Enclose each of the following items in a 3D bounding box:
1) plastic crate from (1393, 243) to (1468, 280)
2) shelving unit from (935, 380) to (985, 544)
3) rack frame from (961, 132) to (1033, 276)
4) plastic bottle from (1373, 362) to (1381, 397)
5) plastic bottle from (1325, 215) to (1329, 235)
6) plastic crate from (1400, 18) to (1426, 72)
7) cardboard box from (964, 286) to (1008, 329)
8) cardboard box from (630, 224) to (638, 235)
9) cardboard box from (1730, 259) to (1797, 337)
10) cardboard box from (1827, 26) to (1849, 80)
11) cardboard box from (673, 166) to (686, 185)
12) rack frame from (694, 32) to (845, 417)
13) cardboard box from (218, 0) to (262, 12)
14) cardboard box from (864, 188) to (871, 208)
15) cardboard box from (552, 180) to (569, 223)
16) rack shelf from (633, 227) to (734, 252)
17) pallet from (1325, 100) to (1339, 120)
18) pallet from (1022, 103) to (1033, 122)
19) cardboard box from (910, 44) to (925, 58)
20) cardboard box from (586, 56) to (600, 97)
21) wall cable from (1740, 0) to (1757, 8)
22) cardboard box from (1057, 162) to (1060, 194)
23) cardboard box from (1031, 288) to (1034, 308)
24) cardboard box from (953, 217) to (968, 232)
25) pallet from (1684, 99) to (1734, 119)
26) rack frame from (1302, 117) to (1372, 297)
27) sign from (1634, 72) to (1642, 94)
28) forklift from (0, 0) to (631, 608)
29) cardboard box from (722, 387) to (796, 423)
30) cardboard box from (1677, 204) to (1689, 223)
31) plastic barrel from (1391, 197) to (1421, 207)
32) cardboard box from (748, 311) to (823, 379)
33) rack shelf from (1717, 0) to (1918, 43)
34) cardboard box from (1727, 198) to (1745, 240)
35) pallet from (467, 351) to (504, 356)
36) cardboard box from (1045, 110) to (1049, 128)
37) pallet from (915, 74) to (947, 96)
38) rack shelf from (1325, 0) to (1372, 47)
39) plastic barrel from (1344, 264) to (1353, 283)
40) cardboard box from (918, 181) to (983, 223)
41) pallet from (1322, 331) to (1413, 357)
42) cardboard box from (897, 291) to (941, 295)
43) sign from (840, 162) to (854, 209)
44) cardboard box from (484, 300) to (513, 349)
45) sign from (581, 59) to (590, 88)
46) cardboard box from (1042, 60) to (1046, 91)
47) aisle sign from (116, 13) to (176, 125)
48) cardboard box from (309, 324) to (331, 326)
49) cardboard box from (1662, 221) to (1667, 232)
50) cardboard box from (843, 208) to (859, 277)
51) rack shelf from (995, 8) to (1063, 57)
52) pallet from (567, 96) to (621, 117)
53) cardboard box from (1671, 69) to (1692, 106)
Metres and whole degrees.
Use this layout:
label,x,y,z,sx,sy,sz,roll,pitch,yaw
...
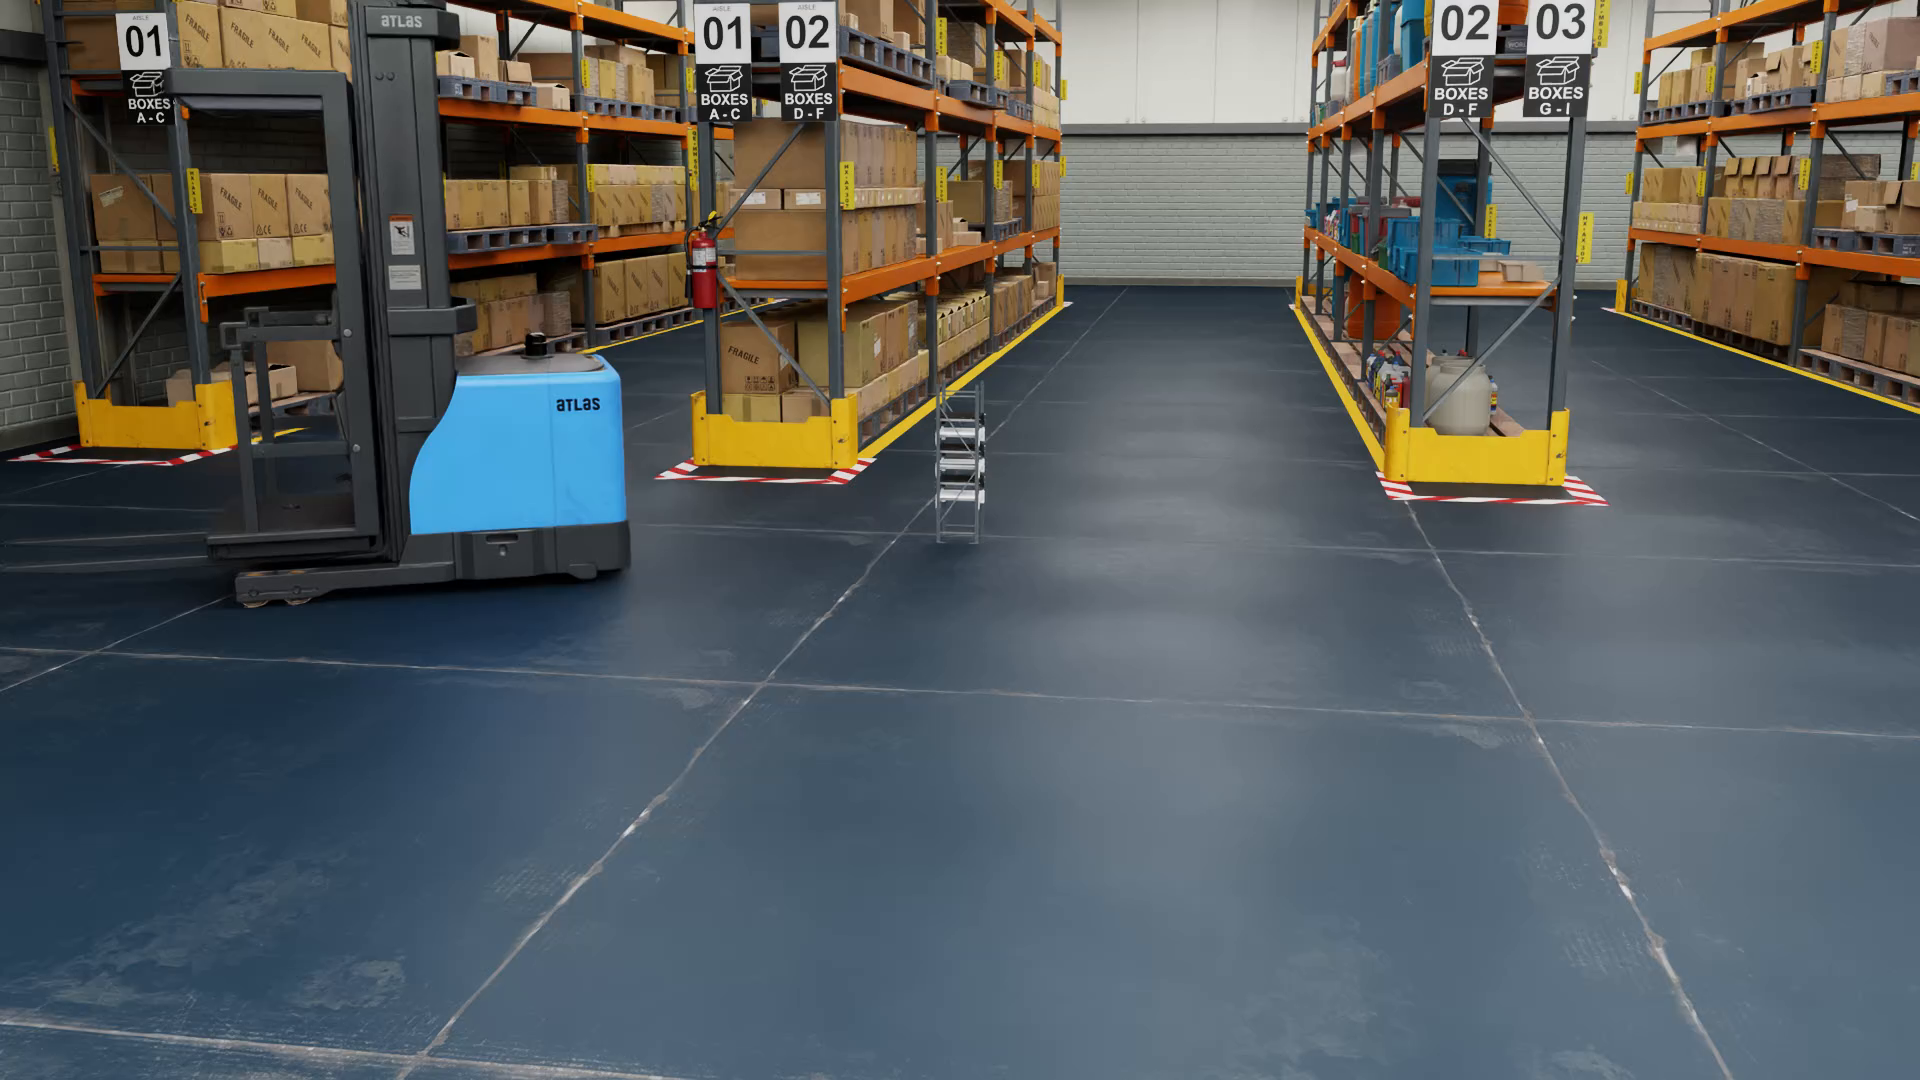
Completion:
label,x,y,z,sx,sy,sz,roll,pitch,yaw
plastic crate,3.445,-2.045,12.215,0.499,0.251,0.408,2,12,9
shelving unit,0.001,-0.442,9.406,0.258,0.900,0.210,2,12,9
rack frame,0.510,-4.528,23.384,1.000,3.000,0.127,2,12,9
plastic bottle,3.544,-1.362,14.095,0.061,0.283,0.133,2,12,11
plastic bottle,4.900,-4.146,21.906,0.152,0.276,0.135,2,12,9
plastic crate,3.554,-3.734,12.618,0.392,0.384,0.575,2,12,9
cardboard box,0.322,-2.883,20.641,0.500,0.500,0.500,1,12,7
cardboard box,-4.496,-4.123,22.053,0.380,0.149,0.250,2,12,9
cardboard box,9.954,-2.869,19.730,1.225,0.875,0.875,2,12,9
cardboard box,9.356,-5.044,17.233,0.500,0.500,0.500,2,12,9
cardboard box,-4.204,-5.153,23.513,0.500,0.250,0.500,2,12,10
rack frame,-1.335,-2.030,11.793,1.000,3.000,0.127,2,12,9
cardboard box,-5.804,-4.379,12.913,0.500,0.500,0.500,2,12,8
cardboard box,-0.905,-2.686,13.058,0.380,0.149,0.250,1,12,7
cardboard box,-5.063,-4.021,19.749,0.700,0.500,0.500,0,12,2
rack shelf,-4.077,-4.752,26.133,1.077,0.370,4.000,2,12,9
pallet,5.380,-5.574,21.568,1.213,0.211,1.003,2,12,9
pallet,0.341,-5.769,22.469,1.213,0.211,1.003,2,12,9
cardboard box,-0.616,-4.589,15.906,0.500,0.250,0.500,3,13,15
cardboard box,-4.953,-5.800,20.886,0.700,0.500,0.500,1,12,6
wall cable,15.189,-10.610,29.728,2.277,5.999,0.120,2,12,9
cardboard box,1.329,-5.797,26.661,0.500,0.500,0.500,2,12,8
cardboard box,0.789,-3.509,23.994,0.500,0.311,0.500,2,12,9
cardboard box,-0.204,-3.578,19.185,0.500,0.311,0.500,3,12,12
pallet,10.434,-5.799,22.373,1.003,0.211,1.213,2,12,9
rack frame,6.019,-5.199,26.500,1.000,3.000,0.127,2,12,9
sign,10.366,-6.991,25.428,0.100,0.325,0.005,2,12,9
forklift,-3.269,-1.232,8.252,3.031,2.935,1.130,-4,13,-16
cardboard box,-1.545,-1.012,12.601,0.500,0.250,0.500,2,12,9
cardboard box,10.184,-4.487,22.842,0.500,0.250,0.500,2,12,10
plastic barrel,5.017,-3.494,18.264,0.600,0.536,0.708,2,12,9
cardboard box,-1.408,-1.588,13.490,0.500,0.500,0.500,2,12,9
rack shelf,9.991,-6.175,19.445,1.077,0.370,4.000,2,12,9
cardboard box,9.826,-3.959,20.505,0.500,0.500,0.500,2,12,7
pallet,-5.497,-1.821,17.444,1.003,0.211,1.213,2,12,9
cardboard box,1.062,-6.326,24.965,0.500,0.250,0.500,2,12,9
pallet,-0.597,-4.420,16.215,0.805,0.209,1.217,1,12,6
rack shelf,5.096,-6.336,20.190,1.077,0.370,4.000,2,12,9
plastic barrel,5.195,-3.286,21.606,0.600,0.901,0.708,2,12,9
cardboard box,-0.119,-4.084,20.091,0.700,0.500,0.500,-2,12,-10
pallet,4.869,-2.336,19.834,1.003,0.211,1.213,2,12,9
cardboard box,-0.476,-2.731,19.245,0.500,0.311,0.500,2,12,11
sign,-0.788,-2.473,11.604,0.100,0.325,0.005,2,12,9
cardboard box,-5.370,-2.383,18.322,0.700,0.500,0.500,2,12,9
sign,-4.464,-5.556,19.808,0.100,0.325,0.005,2,12,9
cardboard box,0.931,-7.048,25.348,0.700,0.500,0.500,2,12,9
aisle sign,-5.945,-3.436,12.146,0.394,0.787,0.004,2,12,9
cardboard box,-5.736,-1.798,15.606,0.500,0.500,0.500,1,12,4
cardboard box,10.259,-4.478,23.749,0.380,0.149,0.250,2,12,10
cardboard box,-1.175,-2.285,12.740,0.700,0.500,0.500,2,12,10
rack shelf,0.818,-7.524,24.760,1.077,0.370,4.000,2,12,9
pallet,-4.954,-5.365,20.595,1.213,0.211,1.003,2,12,11
cardboard box,10.649,-6.476,23.831,0.700,0.500,0.500,1,12,5
